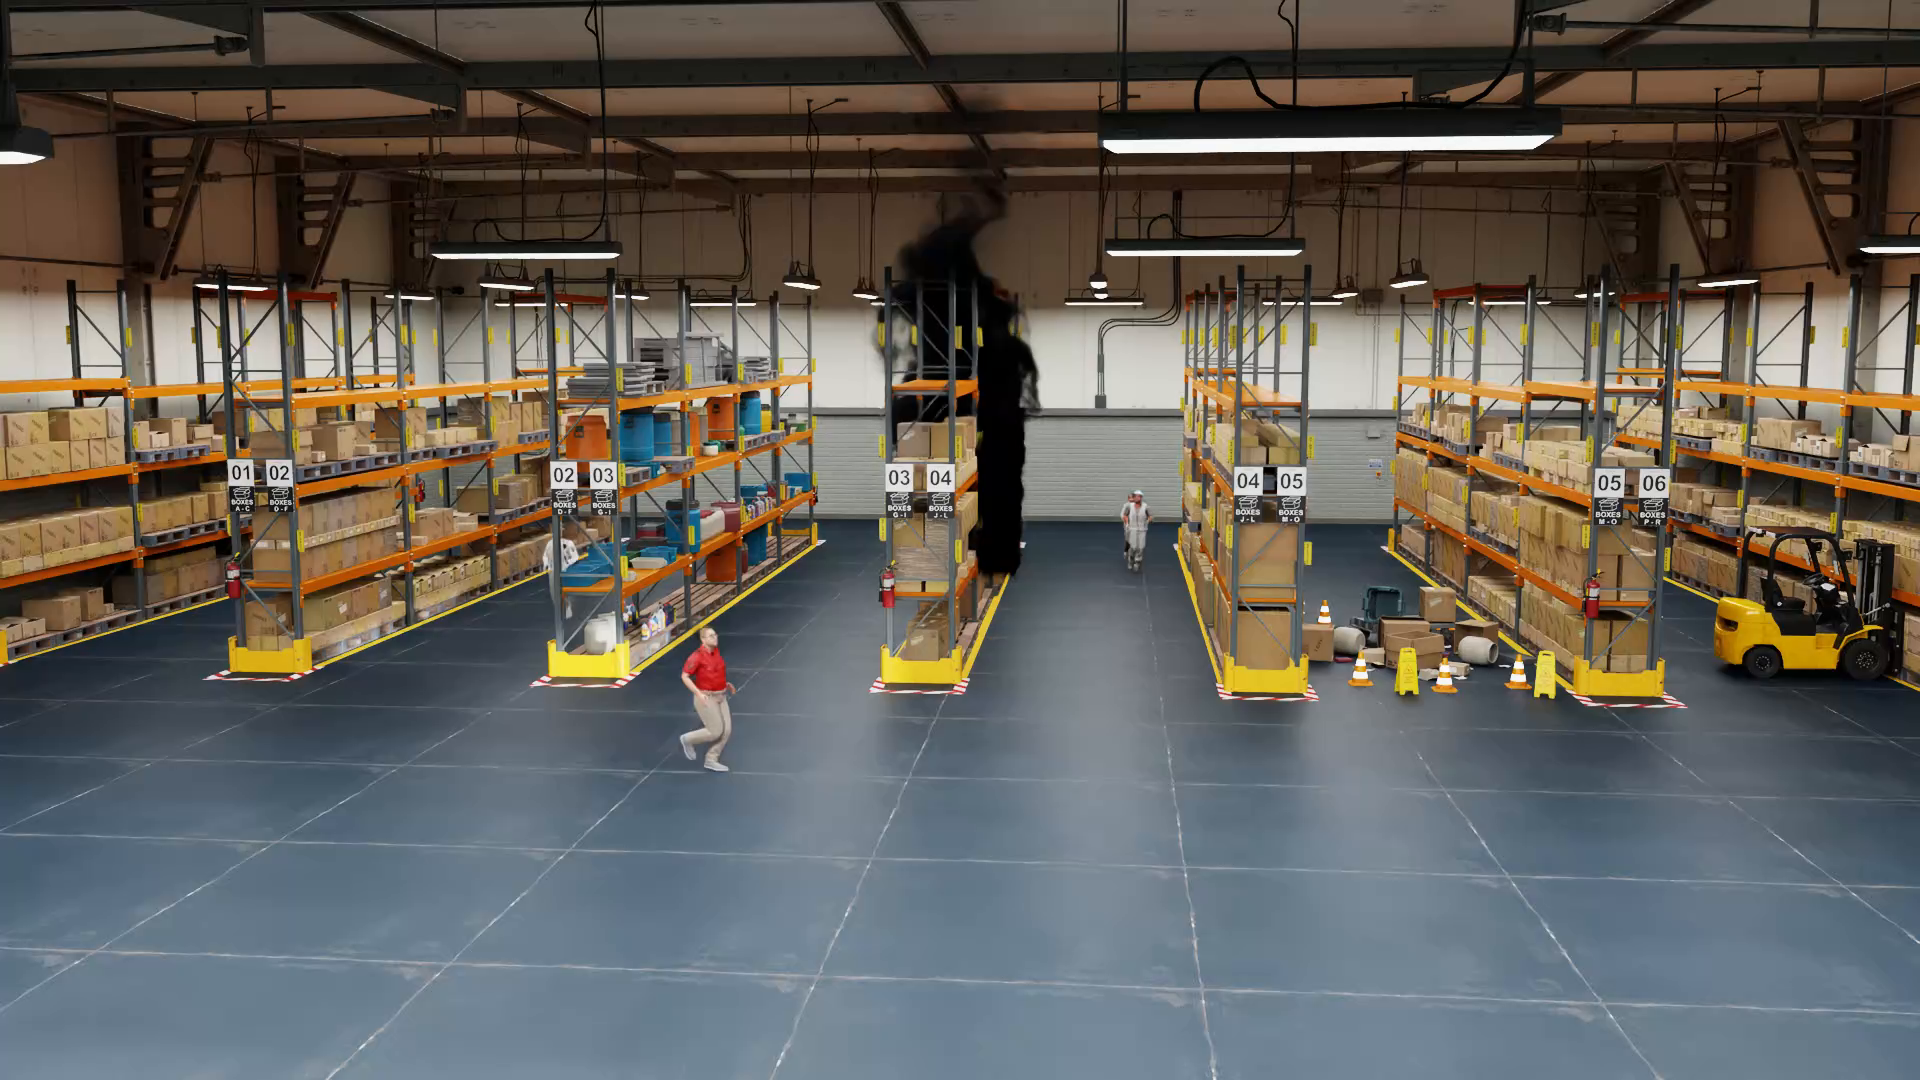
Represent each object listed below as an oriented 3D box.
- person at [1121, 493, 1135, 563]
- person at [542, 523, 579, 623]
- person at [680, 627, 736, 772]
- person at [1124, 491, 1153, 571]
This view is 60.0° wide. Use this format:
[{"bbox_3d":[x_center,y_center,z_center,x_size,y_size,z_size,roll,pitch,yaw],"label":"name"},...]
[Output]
[{"bbox_3d":[3.824,-0.255,36.994,0.523,1.568,0.553,1,7,8],"label":"person"},{"bbox_3d":[-6.668,0.531,27.681,0.614,1.659,0.525,0,7,4],"label":"person"},{"bbox_3d":[-2.921,1.844,19.276,0.599,1.684,0.670,4,8,27],"label":"person"},{"bbox_3d":[3.805,-0.181,35.466,0.631,1.748,0.612,1,7,5],"label":"person"}]
